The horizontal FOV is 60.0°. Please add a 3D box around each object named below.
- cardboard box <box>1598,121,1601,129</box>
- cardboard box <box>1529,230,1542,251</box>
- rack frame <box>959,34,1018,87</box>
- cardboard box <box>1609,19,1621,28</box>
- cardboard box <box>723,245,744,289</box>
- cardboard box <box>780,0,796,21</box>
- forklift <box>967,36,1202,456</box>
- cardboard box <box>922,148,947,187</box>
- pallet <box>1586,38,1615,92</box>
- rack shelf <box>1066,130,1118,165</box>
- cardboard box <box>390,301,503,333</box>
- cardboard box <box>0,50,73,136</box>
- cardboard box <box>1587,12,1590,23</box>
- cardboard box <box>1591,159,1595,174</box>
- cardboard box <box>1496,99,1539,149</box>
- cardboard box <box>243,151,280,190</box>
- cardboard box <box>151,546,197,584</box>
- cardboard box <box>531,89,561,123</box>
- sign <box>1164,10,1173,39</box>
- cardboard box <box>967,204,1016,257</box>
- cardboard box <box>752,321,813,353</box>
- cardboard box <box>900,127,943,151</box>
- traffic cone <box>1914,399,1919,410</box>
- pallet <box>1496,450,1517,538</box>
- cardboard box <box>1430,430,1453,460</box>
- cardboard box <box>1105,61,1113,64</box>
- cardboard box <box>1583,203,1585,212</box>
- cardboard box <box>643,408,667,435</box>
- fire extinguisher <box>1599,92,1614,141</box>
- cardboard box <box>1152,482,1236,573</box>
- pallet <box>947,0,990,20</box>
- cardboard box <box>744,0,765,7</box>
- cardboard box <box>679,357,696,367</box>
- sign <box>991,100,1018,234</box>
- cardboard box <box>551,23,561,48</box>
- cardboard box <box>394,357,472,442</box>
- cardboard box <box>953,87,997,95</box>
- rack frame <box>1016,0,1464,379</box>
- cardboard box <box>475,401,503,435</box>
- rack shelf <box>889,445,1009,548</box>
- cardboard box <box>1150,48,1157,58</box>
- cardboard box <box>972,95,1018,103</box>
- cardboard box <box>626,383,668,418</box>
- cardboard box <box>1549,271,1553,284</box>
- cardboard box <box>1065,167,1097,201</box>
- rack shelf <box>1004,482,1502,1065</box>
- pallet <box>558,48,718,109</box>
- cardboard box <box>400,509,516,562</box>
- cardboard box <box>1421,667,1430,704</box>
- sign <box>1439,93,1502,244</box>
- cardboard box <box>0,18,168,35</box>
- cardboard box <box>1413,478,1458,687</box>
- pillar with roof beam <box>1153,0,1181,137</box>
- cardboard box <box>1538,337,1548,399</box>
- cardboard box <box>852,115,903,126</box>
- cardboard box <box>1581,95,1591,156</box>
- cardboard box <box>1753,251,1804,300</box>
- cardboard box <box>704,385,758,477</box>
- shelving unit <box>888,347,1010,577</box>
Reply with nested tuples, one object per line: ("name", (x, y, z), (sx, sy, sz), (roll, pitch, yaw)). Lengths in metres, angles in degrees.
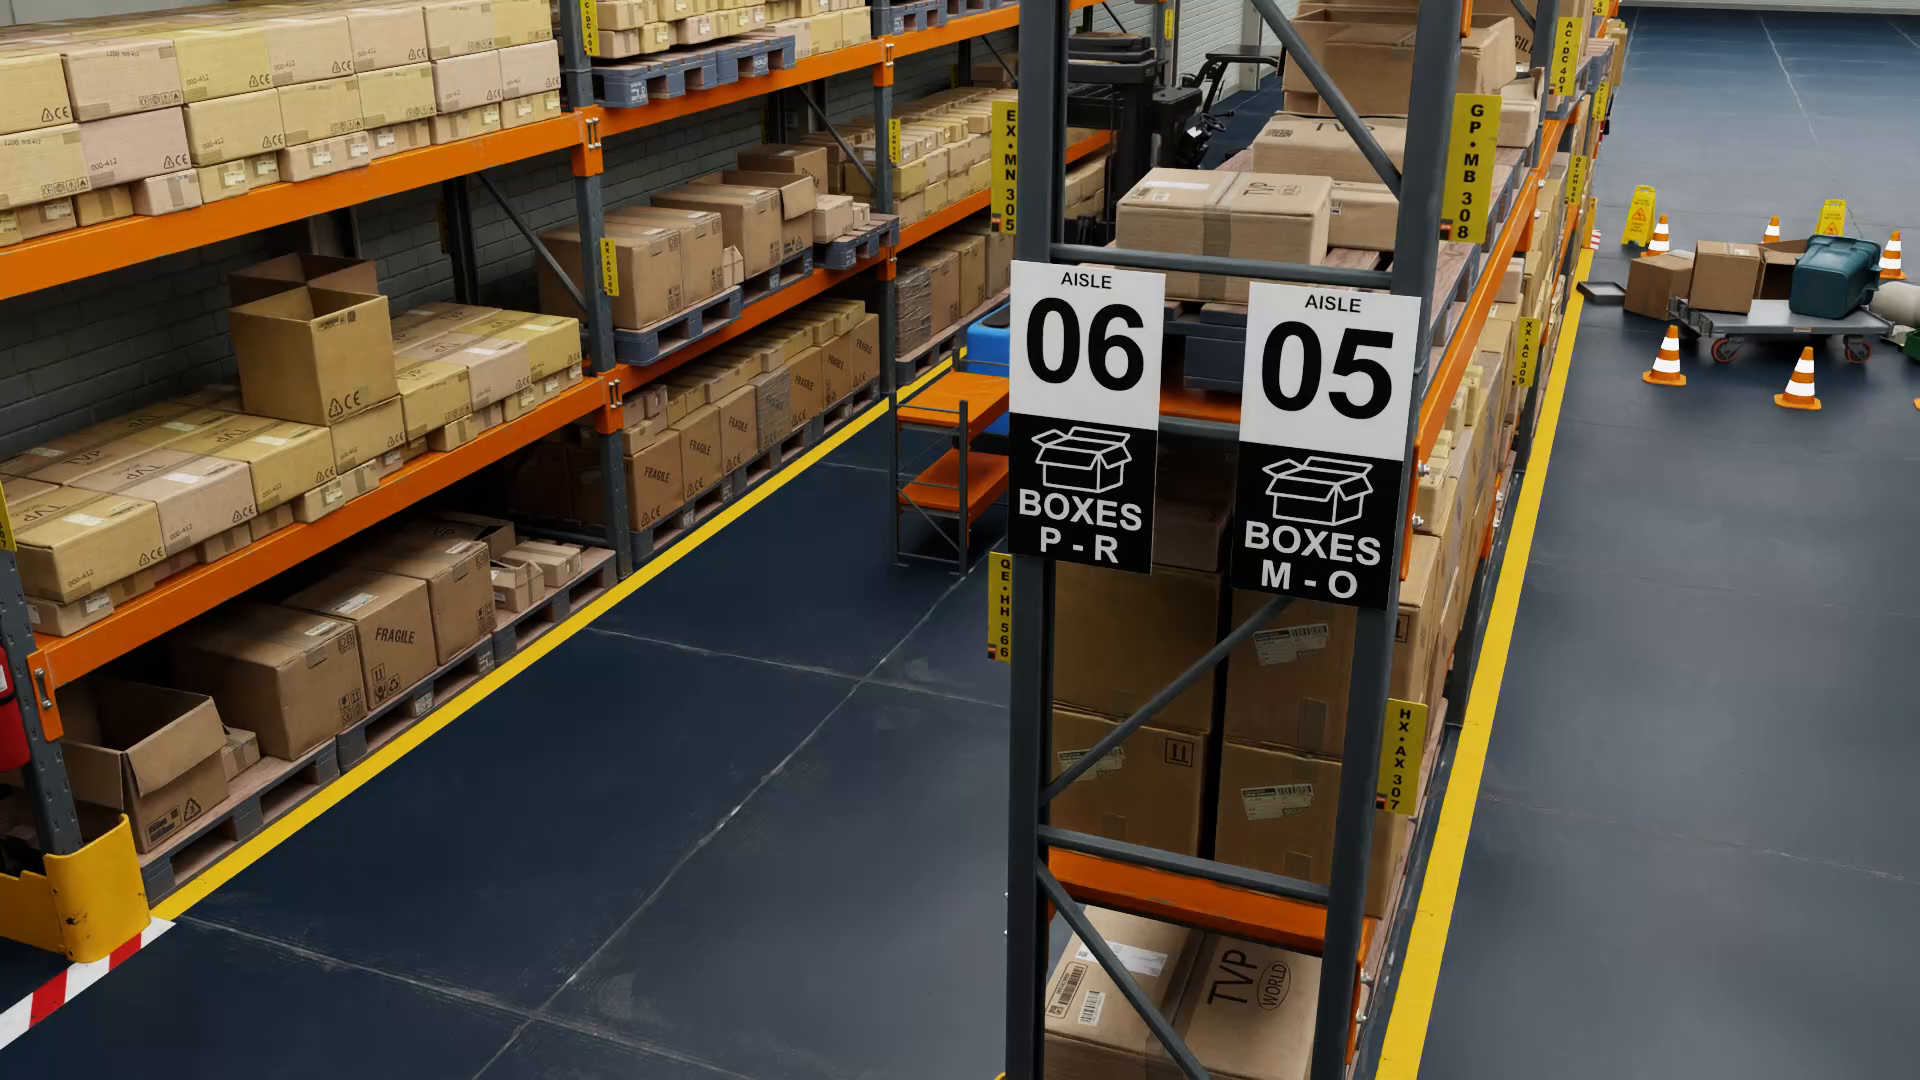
("cardboard box", (6.431, -4.581, 17.309), (0.500, 0.500, 0.500), (9, 24, 20))
("cardboard box", (2.704, -1.325, 8.604), (0.500, 0.500, 0.500), (9, 24, 20))
("rack frame", (0.472, -4.087, 16.644), (1.000, 3.000, 0.127), (9, 24, 20))
("cardboard box", (6.580, -5.240, 17.591), (0.700, 0.500, 0.500), (8, 24, 19))
("cardboard box", (-1.628, -1.799, 10.794), (0.396, 0.266, 0.258), (10, 25, 23))
("cardboard box", (-1.349, -3.636, 11.348), (0.380, 0.149, 0.250), (9, 24, 21))
("forklift", (1.105, -2.282, 12.410), (1.130, 2.935, 3.031), (10, 25, 23))
("cardboard box", (-0.435, -3.120, 13.874), (0.500, 0.250, 0.500), (10, 25, 22))
("pallet", (3.406, -3.006, 10.407), (1.213, 0.211, 1.003), (10, 25, 22))
("rack shelf", (1.215, -4.471, 18.496), (1.077, 0.370, 4.000), (9, 24, 20))
("cardboard box", (-2.935, -1.154, 9.430), (0.500, 0.250, 0.500), (8, 24, 19))
("cardboard box", (-3.588, -1.599, 5.954), (0.500, 0.250, 0.500), (8, 24, 19))
("cardboard box", (3.409, -2.920, 9.586), (0.396, 0.266, 0.258), (8, 24, 19))
("cardboard box", (6.438, -3.915, 17.439), (0.380, 0.149, 0.250), (10, 24, 22))
("cardboard box", (2.072, -1.654, 6.579), (0.380, 0.149, 0.250), (9, 24, 21))
("cardboard box", (-3.154, -1.596, 7.112), (0.380, 0.149, 0.250), (8, 24, 19))
("cardboard box", (-3.492, 0.048, 7.070), (0.380, 0.149, 0.250), (8, 24, 19))
("cardboard box", (-2.359, -2.322, 8.851), (0.380, 0.149, 0.250), (9, 24, 20))
("sign", (2.456, -6.080, 19.604), (0.100, 0.325, 0.005), (9, 24, 20))
("cardboard box", (0.288, -2.997, 16.570), (0.875, 0.625, 0.625), (10, 25, 22))
("cardboard box", (-1.314, -1.505, 12.317), (0.380, 0.149, 0.250), (10, 24, 22))
("cardboard box", (-0.367, -3.360, 13.931), (0.380, 0.149, 0.250), (9, 24, 21))
("traffic cone", (7.815, -1.271, 13.193), (0.336, 0.463, 0.334), (9, 24, 20))
("pallet", (3.233, -0.389, 11.407), (1.003, 0.211, 1.213), (9, 24, 20))
("cardboard box", (1.328, -0.255, 5.201), (0.380, 0.149, 0.250), (8, 24, 18))
("cardboard box", (1.456, -5.293, 18.174), (0.380, 0.149, 0.250), (9, 24, 21))
("cardboard box", (5.739, -3.015, 16.126), (0.500, 0.500, 0.500), (10, 25, 22))
("cardboard box", (-2.089, -0.765, 10.546), (0.380, 0.149, 0.250), (8, 24, 19))
("fire extinguisher", (7.038, -4.749, 18.327), (0.296, 0.674, 0.183), (9, 24, 20))
("cardboard box", (0.572, -0.048, 4.704), (0.380, 0.149, 0.250), (9, 24, 21))
("pallet", (-0.432, -4.609, 14.246), (1.003, 0.211, 1.213), (10, 25, 22))
("cardboard box", (-1.464, -3.474, 10.548), (0.380, 0.149, 0.250), (9, 24, 20))
("cardboard box", (-2.068, -1.293, 11.810), (0.380, 0.149, 0.250), (8, 24, 18))
("sign", (0.126, -0.923, 4.129), (0.100, 0.325, 0.005), (9, 24, 20))
("cardboard box", (-2.452, -2.851, 9.443), (0.380, 0.149, 0.250), (9, 24, 20))
("cardboard box", (-2.832, -0.717, 8.385), (0.500, 0.250, 0.500), (9, 24, 20))
("cardboard box", (0.142, -4.338, 16.272), (0.380, 0.149, 0.250), (8, 24, 19))
("rack frame", (0.624, -1.852, 3.509), (1.000, 3.000, 0.127), (9, 24, 20))
("cardboard box", (-2.657, -0.676, 8.802), (0.380, 0.149, 0.250), (9, 24, 21))
("rack shelf", (-0.003, -0.291, 10.622), (0.538, 0.278, 1.000), (9, 24, 20))
("cardboard box", (2.089, -5.700, 19.533), (0.380, 0.149, 0.250), (9, 24, 21))
("cardboard box", (0.332, -4.104, 15.712), (0.380, 0.149, 0.250), (9, 24, 20))
("cardboard box", (-2.068, -0.892, 10.464), (0.380, 0.149, 0.250), (8, 24, 17))
("cardboard box", (3.649, -1.659, 11.025), (0.500, 0.250, 0.500), (8, 24, 18))
("cardboard box", (1.142, -3.784, 17.641), (0.500, 0.250, 0.500), (9, 24, 20))
("rack shelf", (1.367, 0.532, 6.517), (1.077, 0.370, 4.000), (9, 24, 20))
("pallet", (-2.193, -2.745, 9.783), (1.213, 0.211, 1.003), (9, 24, 20))
("cardboard box", (-2.965, 0.025, 9.742), (0.500, 0.311, 0.500), (10, 25, 22))
("cardboard box", (1.231, 0.554, 5.401), (0.500, 0.500, 0.500), (8, 24, 19))
("sign", (1.137, -0.826, 3.708), (0.100, 0.325, 0.005), (9, 24, 20))
("cardboard box", (-3.704, -2.047, 7.027), (0.500, 0.250, 0.500), (9, 24, 21))
("cardboard box", (1.252, 0.092, 5.212), (0.500, 0.500, 0.500), (8, 24, 19))
("pillar with roof beam", (7.088, -9.698, 22.291), (9.100, 9.000, 0.400), (9, 24, 20))
("cardboard box", (4.082, -1.394, 13.060), (0.950, 0.372, 0.625), (8, 24, 19))
("cardboard box", (-0.724, -3.622, 14.558), (0.380, 0.149, 0.250), (8, 24, 19))
("cardboard box", (5.123, -3.557, 14.314), (0.500, 0.500, 0.500), (8, 24, 19))
("cardboard box", (7.926, -2.393, 15.651), (0.797, 0.637, 0.503), (9, 24, 20))
("cardboard box", (-1.733, -0.776, 11.414), (0.500, 0.500, 0.500), (8, 24, 18))
("shelving unit", (-0.003, -0.517, 10.527), (0.538, 1.125, 1.048), (9, 24, 20))
